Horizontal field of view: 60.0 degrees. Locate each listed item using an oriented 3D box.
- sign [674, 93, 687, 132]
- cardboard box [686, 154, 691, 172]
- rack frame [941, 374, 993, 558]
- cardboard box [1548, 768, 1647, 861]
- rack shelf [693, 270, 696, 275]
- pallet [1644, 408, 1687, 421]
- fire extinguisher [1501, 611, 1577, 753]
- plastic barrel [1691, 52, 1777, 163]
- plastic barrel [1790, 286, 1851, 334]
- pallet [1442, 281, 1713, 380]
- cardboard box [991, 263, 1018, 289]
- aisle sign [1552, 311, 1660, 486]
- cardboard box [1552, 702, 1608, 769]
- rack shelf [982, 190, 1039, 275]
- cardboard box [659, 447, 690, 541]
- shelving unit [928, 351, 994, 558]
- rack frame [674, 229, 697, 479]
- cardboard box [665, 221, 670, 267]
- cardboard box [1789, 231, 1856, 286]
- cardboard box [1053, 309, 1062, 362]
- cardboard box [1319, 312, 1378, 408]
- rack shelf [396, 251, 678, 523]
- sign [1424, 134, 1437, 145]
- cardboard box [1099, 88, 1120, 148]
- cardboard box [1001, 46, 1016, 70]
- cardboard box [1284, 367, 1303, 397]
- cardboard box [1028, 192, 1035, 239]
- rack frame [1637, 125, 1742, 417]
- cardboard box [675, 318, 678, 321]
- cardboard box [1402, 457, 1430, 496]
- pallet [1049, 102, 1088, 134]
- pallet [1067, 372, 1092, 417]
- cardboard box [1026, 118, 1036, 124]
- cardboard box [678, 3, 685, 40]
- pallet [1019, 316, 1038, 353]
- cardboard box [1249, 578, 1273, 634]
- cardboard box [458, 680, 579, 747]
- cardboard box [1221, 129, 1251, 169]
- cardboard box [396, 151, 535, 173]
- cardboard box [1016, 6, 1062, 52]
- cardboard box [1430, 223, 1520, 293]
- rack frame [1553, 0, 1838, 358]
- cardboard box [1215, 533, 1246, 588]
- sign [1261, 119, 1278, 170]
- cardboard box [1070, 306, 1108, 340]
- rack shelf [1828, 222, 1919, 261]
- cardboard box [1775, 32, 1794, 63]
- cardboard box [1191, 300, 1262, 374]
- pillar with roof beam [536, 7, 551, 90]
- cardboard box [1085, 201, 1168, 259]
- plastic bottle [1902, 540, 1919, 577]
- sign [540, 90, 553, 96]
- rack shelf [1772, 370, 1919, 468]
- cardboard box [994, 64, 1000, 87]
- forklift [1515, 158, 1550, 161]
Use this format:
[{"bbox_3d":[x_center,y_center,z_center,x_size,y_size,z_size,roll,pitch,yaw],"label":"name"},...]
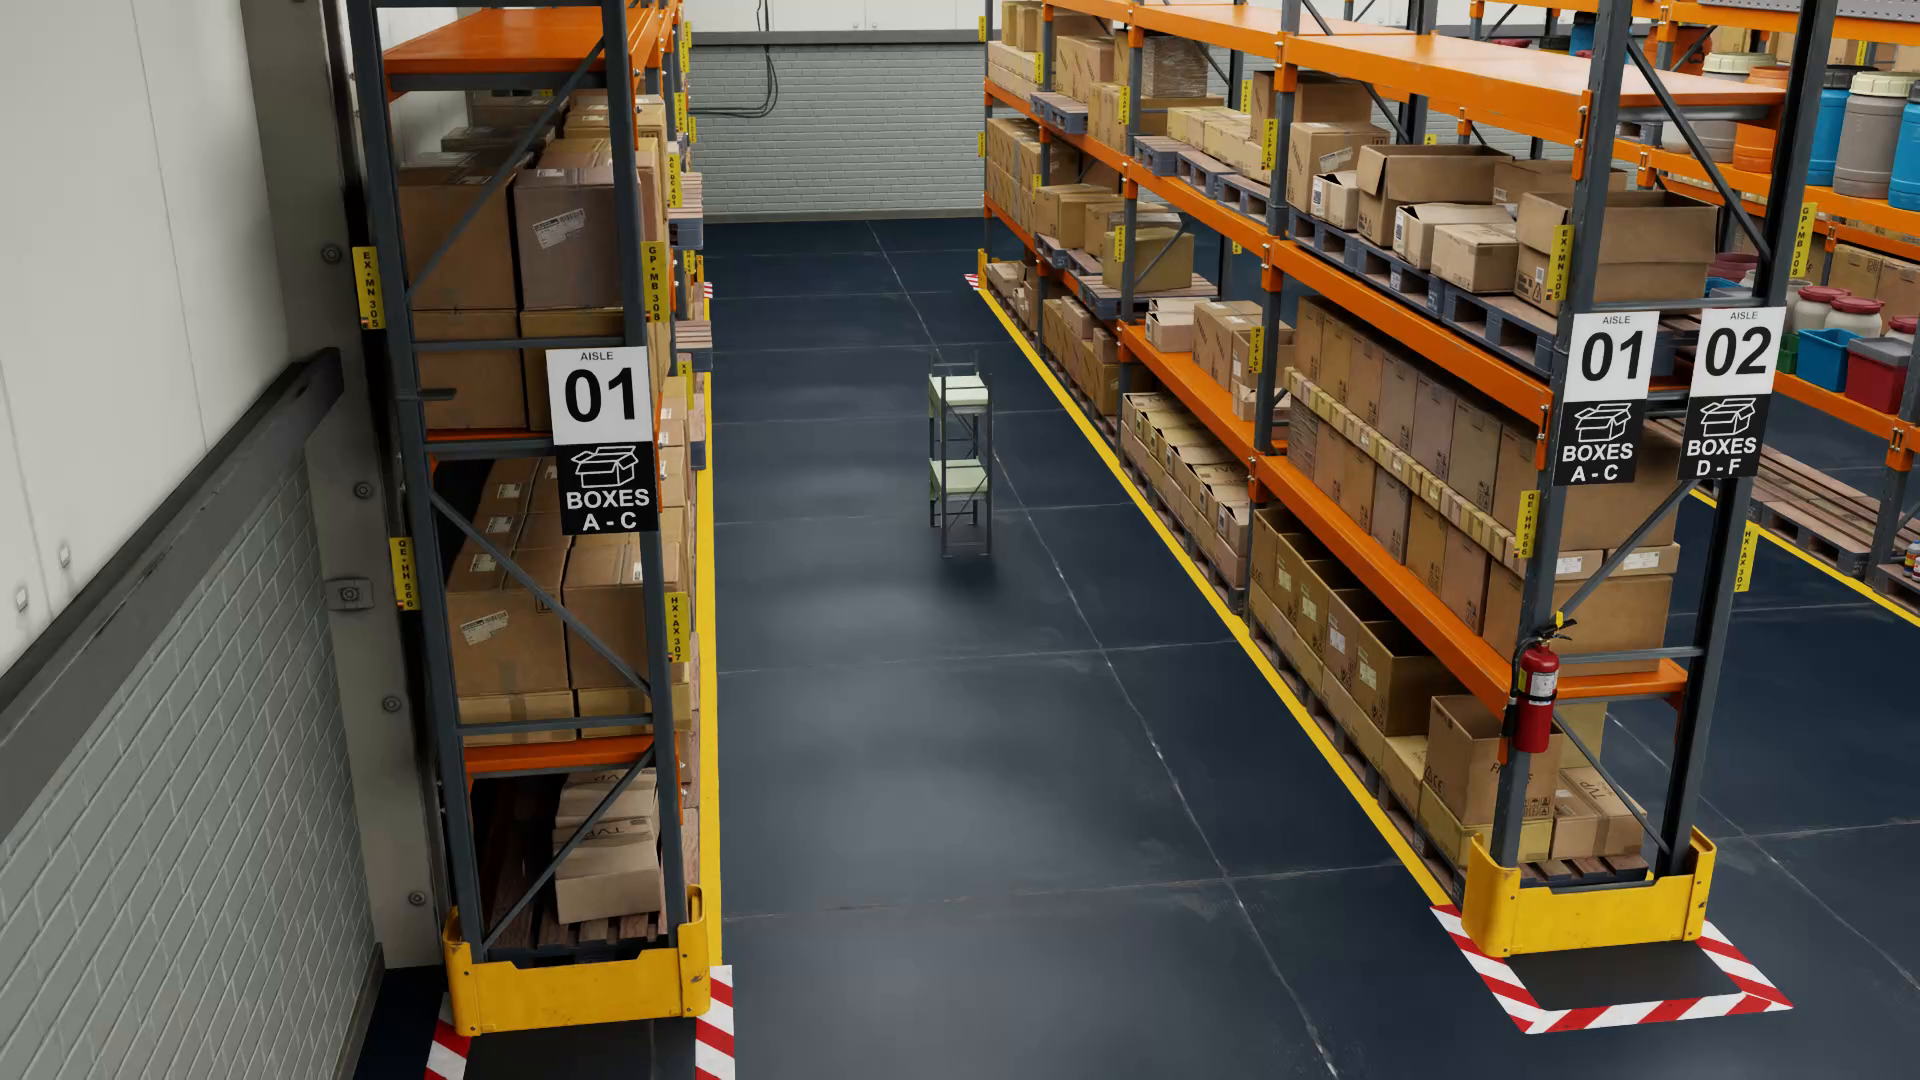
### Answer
[{"bbox_3d":[-2.376,-3.633,14.130,0.100,0.325,0.005,-3,21,-8],"label":"sign"},{"bbox_3d":[-3.867,-4.442,20.893,0.980,0.700,0.700,-3,21,-8],"label":"cardboard box"},{"bbox_3d":[0.054,-0.574,13.108,0.400,1.500,0.023,-3,21,-8],"label":"rack frame"},{"bbox_3d":[3.285,1.454,8.865,0.500,0.250,0.500,-3,21,-8],"label":"cardboard box"},{"bbox_3d":[-3.778,-3.699,20.362,1.077,0.370,4.000,-3,21,-8],"label":"rack shelf"},{"bbox_3d":[6.736,-1.423,17.225,1.003,0.211,1.213,-3,21,-8],"label":"pallet"},{"bbox_3d":[2.699,0.660,7.771,0.296,0.674,0.183,-3,21,-8],"label":"fire extinguisher"},{"bbox_3d":[6.794,-3.803,14.608,0.600,0.901,0.600,0,20,0],"label":"plastic barrel"},{"bbox_3d":[7.378,-1.883,14.277,0.433,0.535,0.433,0,20,0],"label":"plastic barrel"},{"bbox_3d":[3.065,-1.050,8.080,1.003,0.211,1.213,-3,21,-8],"label":"pallet"},{"bbox_3d":[0.705,-3.522,22.160,0.500,0.250,0.500,-3,21,-8],"label":"cardboard box"},{"bbox_3d":[2.861,-0.620,7.375,0.394,0.787,0.004,-3,21,-8],"label":"aisle sign"},{"bbox_3d":[3.211,0.930,9.197,0.500,0.500,0.500,-3,21,-8],"label":"cardboard box"},{"bbox_3d":[1.124,-3.950,21.034,1.077,0.370,4.000,-3,21,-8],"label":"rack shelf"},{"bbox_3d":[-1.747,-0.189,9.048,0.500,0.500,0.500,-2,21,-6],"label":"cardboard box"},{"bbox_3d":[0.001,-0.700,13.448,0.431,1.500,0.755,-3,21,-8],"label":"shelving unit"},{"bbox_3d":[-2.913,-1.959,14.674,1.000,3.000,0.127,-3,21,-8],"label":"rack frame"},{"bbox_3d":[-2.019,-1.872,9.983,0.500,0.500,0.500,-2,21,-6],"label":"cardboard box"},{"bbox_3d":[11.199,-3.527,21.309,0.875,0.875,0.875,-3,21,-8],"label":"cardboard box"},{"bbox_3d":[1.328,-2.266,18.440,0.500,0.500,0.500,-3,21,-7],"label":"cardboard box"},{"bbox_3d":[2.709,-1.151,10.515,0.700,0.500,0.500,-3,21,-8],"label":"cardboard box"},{"bbox_3d":[-2.048,-0.950,8.713,1.077,0.370,4.000,-3,21,-8],"label":"rack shelf"},{"bbox_3d":[3.114,-2.538,11.085,0.100,0.325,0.005,-3,21,-8],"label":"sign"},{"bbox_3d":[1.819,-3.988,15.676,0.910,0.500,0.500,-3,21,-8],"label":"cardboard box"},{"bbox_3d":[0.795,-6.012,20.738,0.500,0.250,0.500,-3,21,-8],"label":"cardboard box"},{"bbox_3d":[2.412,-1.073,11.232,0.380,0.149,0.250,-3,21,-8],"label":"cardboard box"},{"bbox_3d":[1.086,-3.802,19.465,0.500,0.500,0.500,-3,21,-7],"label":"cardboard box"},{"bbox_3d":[6.891,-2.458,16.011,1.000,3.000,0.127,-3,21,-8],"label":"rack frame"},{"bbox_3d":[-2.731,-1.976,15.051,0.380,0.149,0.250,-3,21,-9],"label":"cardboard box"},{"bbox_3d":[2.710,-0.362,9.328,0.380,0.149,0.250,-2,21,-6],"label":"cardboard box"},{"bbox_3d":[1.589,-4.324,16.987,1.213,0.211,1.003,-3,21,-8],"label":"pallet"},{"bbox_3d":[1.746,-1.585,17.660,1.003,0.211,1.213,-3,21,-8],"label":"pallet"},{"bbox_3d":[1.172,-5.355,22.194,0.500,0.500,0.500,-3,21,-8],"label":"cardboard box"},{"bbox_3d":[-3.691,-6.419,20.727,0.500,0.500,0.500,-3,21,-8],"label":"cardboard box"},{"bbox_3d":[1.314,-2.526,20.179,1.003,0.211,1.213,-3,21,-8],"label":"pallet"},{"bbox_3d":[2.332,0.442,11.575,0.500,0.250,0.500,-3,21,-8],"label":"cardboard box"},{"bbox_3d":[-2.019,0.720,7.687,0.500,0.250,0.500,-3,21,-7],"label":"cardboard box"},{"bbox_3d":[2.350,-3.022,12.847,0.500,0.250,0.500,-5,21,-12],"label":"cardboard box"},{"bbox_3d":[-2.170,-1.443,7.405,0.500,0.500,0.500,-2,21,-4],"label":"cardboard box"},{"bbox_3d":[1.072,-6.200,20.171,0.700,0.500,0.500,-3,21,-8],"label":"cardboard box"},{"bbox_3d":[2.715,-1.423,8.365,0.500,0.250,0.500,-3,21,-8],"label":"cardboard box"},{"bbox_3d":[3.142,-2.250,6.880,1.000,3.000,0.127,-3,21,-8],"label":"rack frame"},{"bbox_3d":[2.218,0.137,12.391,0.500,0.250,0.500,-3,21,-8],"label":"cardboard box"},{"bbox_3d":[2.030,-2.589,10.885,0.100,0.325,0.005,-3,21,-8],"label":"sign"},{"bbox_3d":[1.457,-2.282,17.410,0.500,0.250,0.500,-3,21,-9],"label":"cardboard box"},{"bbox_3d":[11.504,-3.064,18.660,1.077,0.370,4.000,-3,21,-8],"label":"rack shelf"},{"bbox_3d":[11.035,-6.431,21.475,0.700,0.500,0.500,-2,21,-5],"label":"cardboard box"},{"bbox_3d":[2.247,-1.677,13.775,0.500,0.500,0.500,-4,21,-11],"label":"cardboard box"},{"bbox_3d":[-0.186,-6.570,18.445,9.100,9.000,0.400,-3,21,-8],"label":"pillar with roof beam"},{"bbox_3d":[1.728,-3.230,17.334,0.700,0.500,0.500,-8,22,-21],"label":"cardboard box"},{"bbox_3d":[7.079,0.131,12.349,0.097,0.271,0.097,0,20,0],"label":"plastic bottle"},{"bbox_3d":[-3.463,-3.618,13.977,0.100,0.325,0.005,-3,21,-8],"label":"sign"},{"bbox_3d":[7.179,-1.429,14.283,1.077,0.370,4.000,-3,21,-8],"label":"rack shelf"},{"bbox_3d":[0.717,-5.950,21.288,0.500,0.250,0.500,-3,21,-8],"label":"cardboard box"},{"bbox_3d":[4.985,-1.959,14.773,3.031,2.935,1.130,-12,24,-29],"label":"forklift"}]
